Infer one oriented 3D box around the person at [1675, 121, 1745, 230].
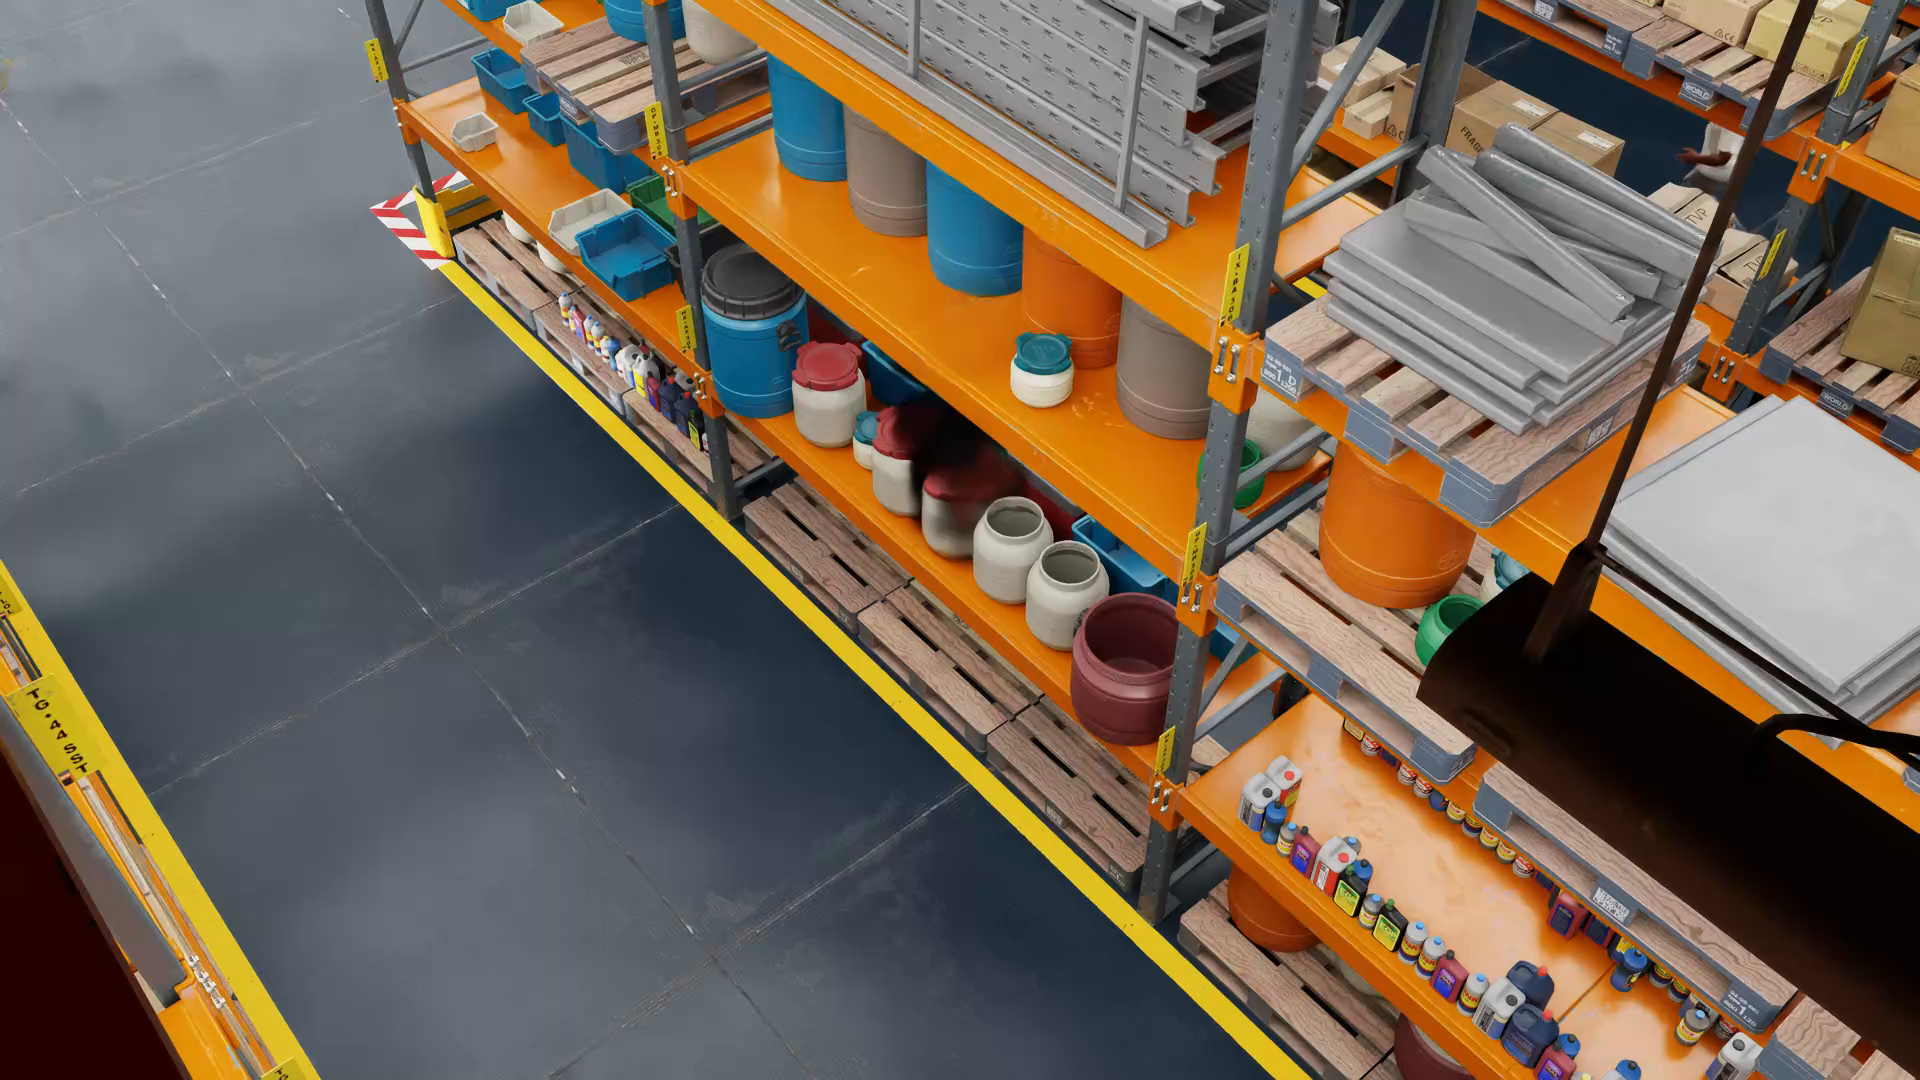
[{"bbox_3d":[5.709,-2.810,12.460,0.575,1.717,0.683,36,56,29],"label":"person"}]
